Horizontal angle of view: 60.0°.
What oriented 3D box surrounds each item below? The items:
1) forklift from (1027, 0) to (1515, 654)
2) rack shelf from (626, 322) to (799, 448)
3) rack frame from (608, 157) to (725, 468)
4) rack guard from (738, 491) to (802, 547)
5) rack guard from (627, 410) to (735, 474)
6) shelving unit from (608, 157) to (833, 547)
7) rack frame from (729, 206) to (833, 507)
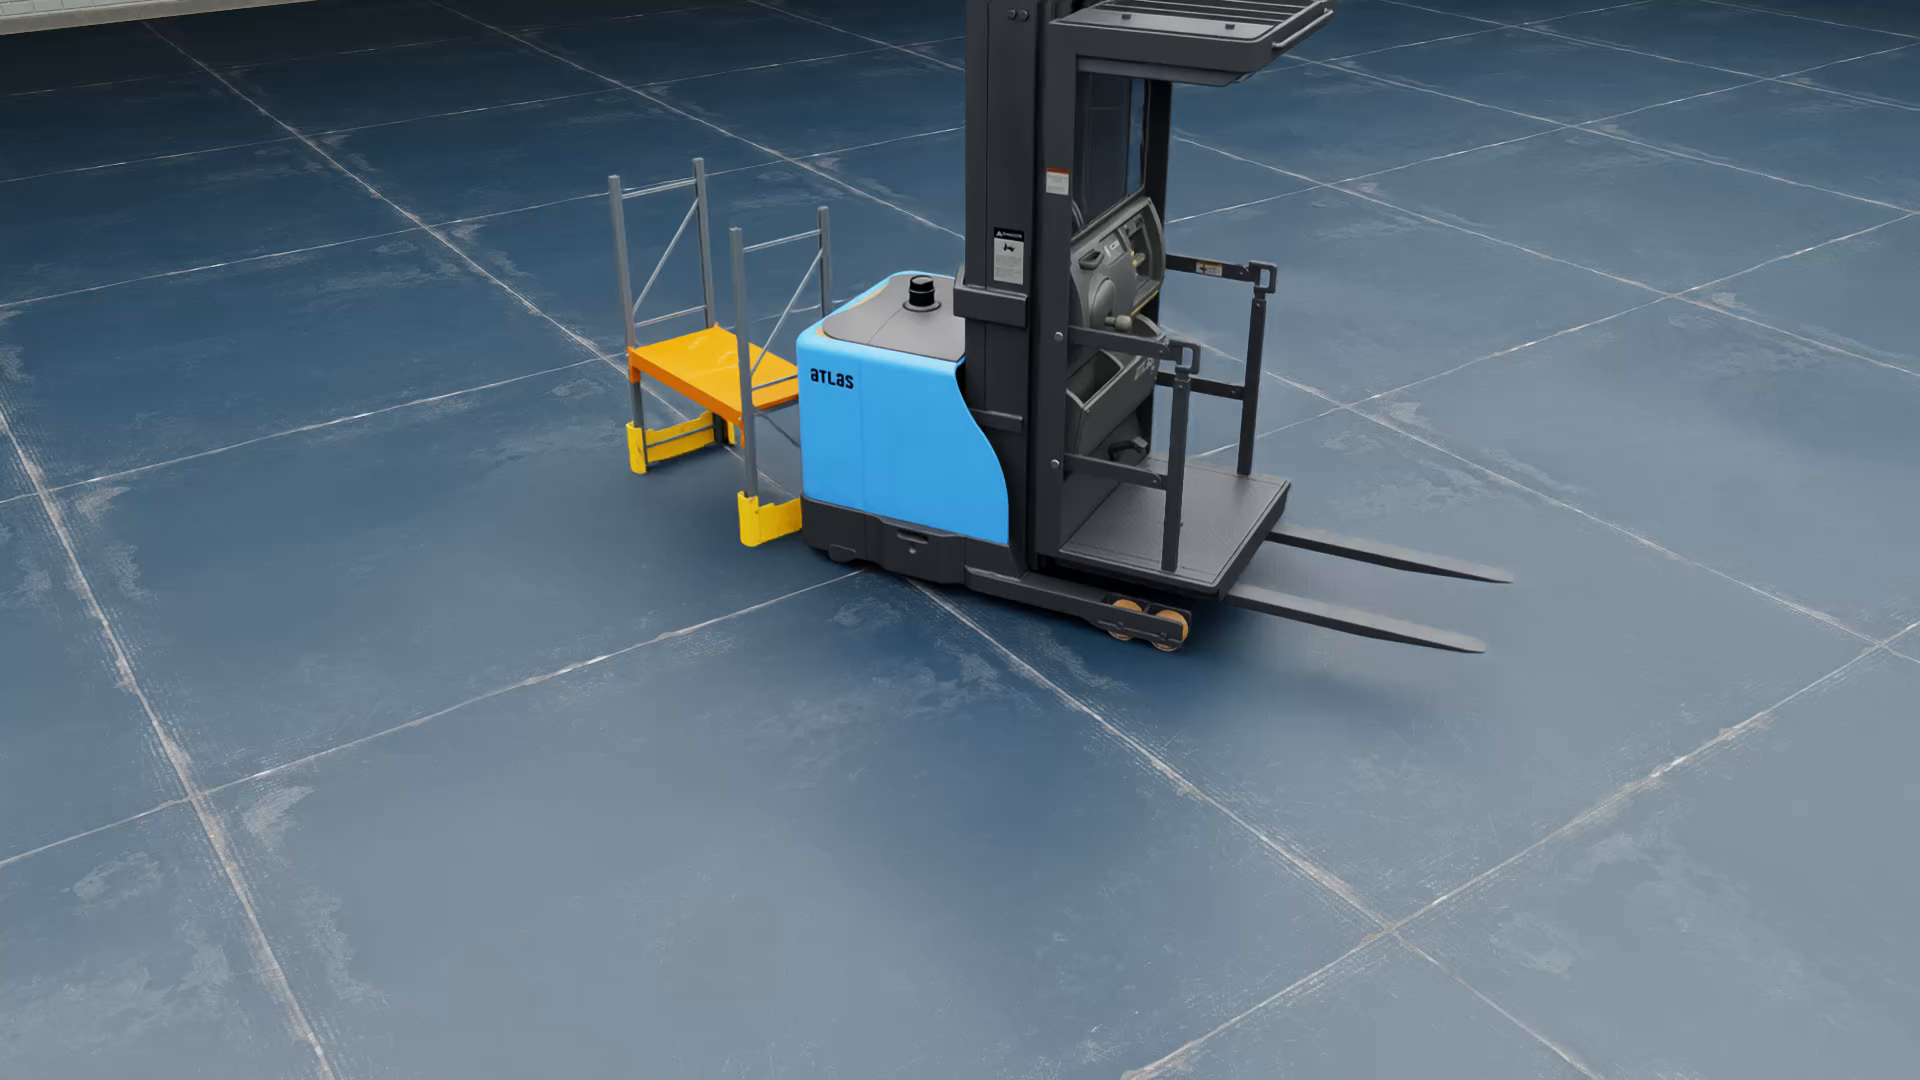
[{"bbox_3d":[0.831,-1.115,6.732,3.031,2.935,1.121,13,31,23],"label":"forklift"},{"bbox_3d":[-1.103,-0.756,7.947,0.538,0.185,1.000,-22,35,-35],"label":"rack shelf"},{"bbox_3d":[-1.431,-1.099,8.202,0.500,1.500,0.032,-22,35,-35],"label":"rack frame"},{"bbox_3d":[-0.776,-0.179,7.819,0.587,0.250,0.087,-22,35,-35],"label":"rack guard"},{"bbox_3d":[-1.419,-0.543,8.487,0.587,0.250,0.087,-22,35,-35],"label":"rack guard"},{"bbox_3d":[-1.098,-0.910,7.855,0.587,1.500,1.083,-22,35,-35],"label":"shelving unit"},{"bbox_3d":[-0.775,-0.728,7.519,0.500,1.500,0.032,-22,35,-35],"label":"rack frame"}]
